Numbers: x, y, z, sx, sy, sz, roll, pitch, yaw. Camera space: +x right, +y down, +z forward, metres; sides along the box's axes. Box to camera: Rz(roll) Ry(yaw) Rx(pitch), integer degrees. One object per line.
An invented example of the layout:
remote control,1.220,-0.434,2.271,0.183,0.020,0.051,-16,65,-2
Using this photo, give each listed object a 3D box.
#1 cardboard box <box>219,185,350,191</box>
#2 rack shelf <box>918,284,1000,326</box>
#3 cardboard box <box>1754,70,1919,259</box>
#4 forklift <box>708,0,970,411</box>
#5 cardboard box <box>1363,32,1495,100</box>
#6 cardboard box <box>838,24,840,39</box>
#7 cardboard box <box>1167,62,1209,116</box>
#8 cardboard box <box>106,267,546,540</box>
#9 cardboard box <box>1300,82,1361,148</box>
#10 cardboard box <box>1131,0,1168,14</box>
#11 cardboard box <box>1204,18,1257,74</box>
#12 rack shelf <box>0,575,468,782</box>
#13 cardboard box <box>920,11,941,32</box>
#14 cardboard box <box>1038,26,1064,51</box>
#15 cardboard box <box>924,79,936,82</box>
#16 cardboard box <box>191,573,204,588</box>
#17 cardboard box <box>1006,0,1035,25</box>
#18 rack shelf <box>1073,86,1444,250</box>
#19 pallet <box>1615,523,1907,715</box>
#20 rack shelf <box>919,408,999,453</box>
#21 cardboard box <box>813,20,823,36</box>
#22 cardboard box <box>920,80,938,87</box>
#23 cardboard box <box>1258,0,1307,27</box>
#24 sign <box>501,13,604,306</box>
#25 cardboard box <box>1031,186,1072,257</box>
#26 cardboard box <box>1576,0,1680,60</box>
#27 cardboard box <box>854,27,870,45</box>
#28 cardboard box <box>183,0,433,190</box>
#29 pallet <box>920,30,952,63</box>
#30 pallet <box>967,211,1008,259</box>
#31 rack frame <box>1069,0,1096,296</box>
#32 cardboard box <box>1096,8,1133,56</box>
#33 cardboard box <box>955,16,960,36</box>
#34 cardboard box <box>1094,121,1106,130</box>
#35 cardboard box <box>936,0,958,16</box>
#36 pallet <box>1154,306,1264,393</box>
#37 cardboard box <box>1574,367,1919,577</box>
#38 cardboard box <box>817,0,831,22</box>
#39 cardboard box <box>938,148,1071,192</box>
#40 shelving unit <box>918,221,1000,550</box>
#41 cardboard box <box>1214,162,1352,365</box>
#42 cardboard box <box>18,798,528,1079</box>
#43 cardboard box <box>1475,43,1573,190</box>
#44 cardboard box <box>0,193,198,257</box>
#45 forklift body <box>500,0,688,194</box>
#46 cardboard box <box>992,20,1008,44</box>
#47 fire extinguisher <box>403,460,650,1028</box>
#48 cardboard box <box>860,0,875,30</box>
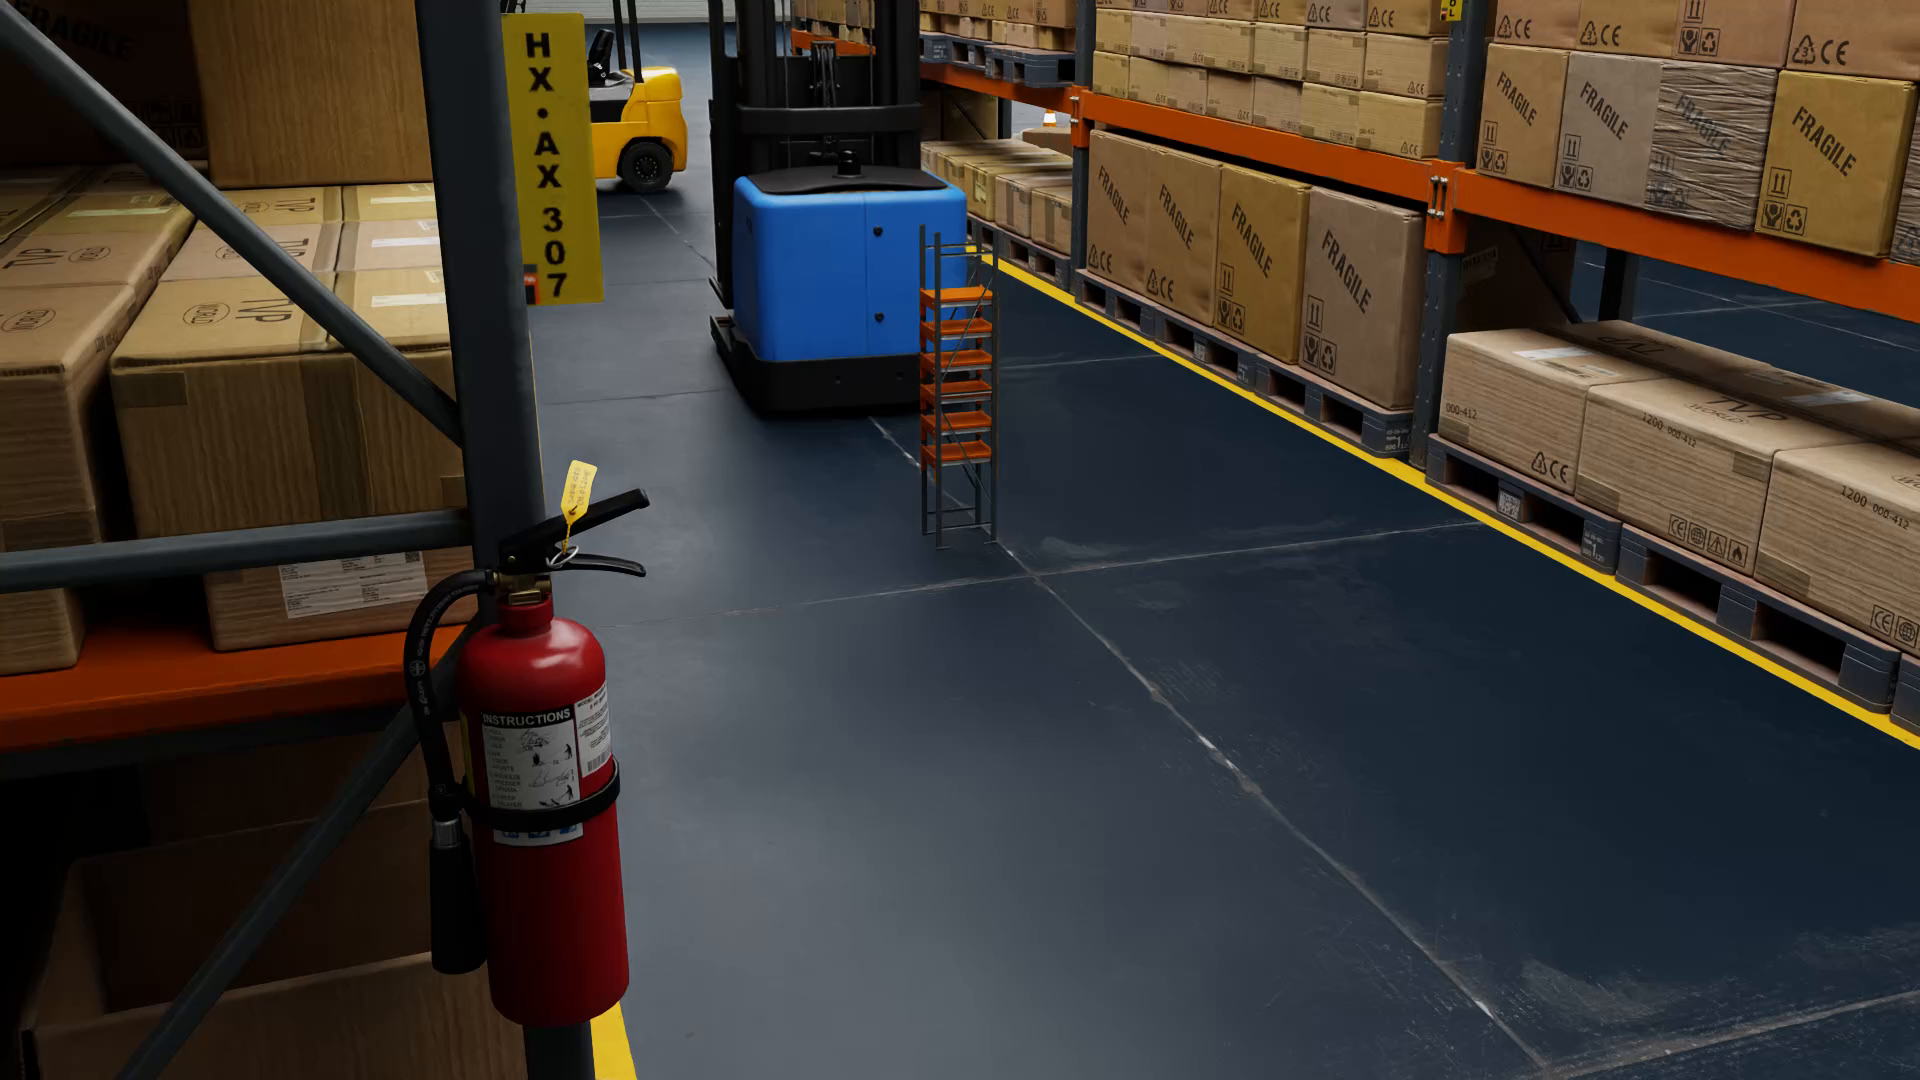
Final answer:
cardboard box,-1.372,-0.694,3.694,0.500,0.250,0.500,-7,21,-19
rack shelf,-0.005,-0.866,6.120,0.258,0.103,0.180,-6,21,-17
cardboard box,2.836,-1.158,5.056,0.500,0.500,0.500,-6,21,-16
forklift,-0.808,-2.458,8.924,1.130,2.935,3.031,-5,20,-13
cardboard box,2.101,-2.057,7.190,0.500,0.250,0.500,-6,21,-17
cardboard box,-0.948,-4.874,15.919,0.380,0.149,0.250,-7,21,-19
cardboard box,1.466,-2.475,9.090,0.500,0.250,0.500,-6,21,-15
cardboard box,-0.870,-0.209,2.342,0.500,0.250,0.500,-6,21,-17
cardboard box,1.931,-1.987,7.734,0.500,0.250,0.500,-7,21,-18
cardboard box,1.301,-3.236,9.361,0.500,0.500,0.500,-6,21,-17
cardboard box,1.591,-2.545,8.548,0.500,0.250,0.500,-6,21,-16
rack shelf,-1.612,-0.268,3.790,1.077,0.370,4.000,-6,21,-17
cardboard box,-0.100,-4.132,13.233,0.380,0.149,0.250,-6,21,-16
cardboard box,0.734,-3.299,10.913,0.380,0.149,0.250,-6,21,-16
cardboard box,-0.119,-4.335,15.427,0.380,0.149,0.250,-6,20,-15
cardboard box,-0.950,-0.058,2.512,0.380,0.149,0.250,-6,21,-16
cardboard box,0.634,-3.727,11.145,0.500,0.500,0.500,-7,21,-18
rack shelf,1.842,-2.080,8.835,1.077,0.370,4.000,-6,21,-17
pallet,3.022,0.180,5.604,1.003,0.211,1.213,-6,21,-17
rack shelf,-0.005,-0.415,6.282,0.258,0.103,0.180,-6,21,-17
cardboard box,-1.256,-5.119,16.603,0.380,0.149,0.250,-6,21,-16
cardboard box,-0.153,-3.989,15.423,0.500,0.500,0.500,-6,20,-15
cardboard box,1.781,-2.741,7.985,0.500,0.500,0.500,-6,21,-16
sign,-0.468,-0.430,1.896,0.100,0.325,0.005,-6,21,-17
cardboard box,1.045,-2.204,11.382,0.950,0.372,0.625,-8,21,-21
cardboard box,2.543,-1.953,5.791,0.500,0.500,0.500,-7,21,-18
cardboard box,-0.757,-4.623,15.221,0.380,0.149,0.250,-7,21,-18
cardboard box,-1.342,-1.043,3.555,0.500,0.500,0.500,-6,21,-16
pallet,0.058,-3.993,13.381,1.003,0.211,1.213,-6,21,-17
pallet,0.589,-2.390,12.759,1.003,0.211,1.213,-6,21,-17
rack frame,1.213,-3.061,10.501,1.000,3.000,0.127,-6,21,-17
cardboard box,1.138,-3.037,9.916,0.500,0.250,0.500,-7,21,-18
cardboard box,0.179,-3.882,12.539,0.380,0.149,0.250,-6,21,-17
cardboard box,1.654,-4.158,17.250,0.637,0.503,0.797,12,23,30
cardboard box,0.132,-4.227,12.539,0.500,0.500,0.500,-7,21,-18
pallet,1.769,-1.097,9.157,1.003,0.211,1.213,-6,21,-17
cardboard box,2.848,-0.269,5.897,0.875,0.438,0.875,-7,21,-19
cardboard box,-1.088,-5.304,16.159,0.500,0.500,0.500,-7,21,-18
cardboard box,0.352,-2.907,13.338,0.950,0.372,0.625,-5,20,-14
shelving unit,-0.005,-0.569,6.227,0.258,1.200,0.189,-6,21,-17
cardboard box,1.908,-1.454,8.550,0.875,0.875,0.875,-6,21,-16
cardboard box,-1.085,0.806,2.807,0.797,0.503,0.637,-7,21,-19
cardboard box,2.369,-1.646,6.413,0.500,0.500,0.500,-6,21,-15
cardboard box,-1.692,-0.479,3.094,0.500,0.250,0.500,-6,21,-15
forklift body,-3.684,-4.285,15.165,2.313,2.155,1.214,-6,21,-17
cardboard box,0.441,-3.543,11.594,0.380,0.149,0.250,-6,21,-16
fire extinguisher,-0.498,0.245,1.963,0.296,0.674,0.183,-6,21,-17
cardboard box,-0.588,-4.812,14.788,0.500,0.500,0.500,-6,21,-15
